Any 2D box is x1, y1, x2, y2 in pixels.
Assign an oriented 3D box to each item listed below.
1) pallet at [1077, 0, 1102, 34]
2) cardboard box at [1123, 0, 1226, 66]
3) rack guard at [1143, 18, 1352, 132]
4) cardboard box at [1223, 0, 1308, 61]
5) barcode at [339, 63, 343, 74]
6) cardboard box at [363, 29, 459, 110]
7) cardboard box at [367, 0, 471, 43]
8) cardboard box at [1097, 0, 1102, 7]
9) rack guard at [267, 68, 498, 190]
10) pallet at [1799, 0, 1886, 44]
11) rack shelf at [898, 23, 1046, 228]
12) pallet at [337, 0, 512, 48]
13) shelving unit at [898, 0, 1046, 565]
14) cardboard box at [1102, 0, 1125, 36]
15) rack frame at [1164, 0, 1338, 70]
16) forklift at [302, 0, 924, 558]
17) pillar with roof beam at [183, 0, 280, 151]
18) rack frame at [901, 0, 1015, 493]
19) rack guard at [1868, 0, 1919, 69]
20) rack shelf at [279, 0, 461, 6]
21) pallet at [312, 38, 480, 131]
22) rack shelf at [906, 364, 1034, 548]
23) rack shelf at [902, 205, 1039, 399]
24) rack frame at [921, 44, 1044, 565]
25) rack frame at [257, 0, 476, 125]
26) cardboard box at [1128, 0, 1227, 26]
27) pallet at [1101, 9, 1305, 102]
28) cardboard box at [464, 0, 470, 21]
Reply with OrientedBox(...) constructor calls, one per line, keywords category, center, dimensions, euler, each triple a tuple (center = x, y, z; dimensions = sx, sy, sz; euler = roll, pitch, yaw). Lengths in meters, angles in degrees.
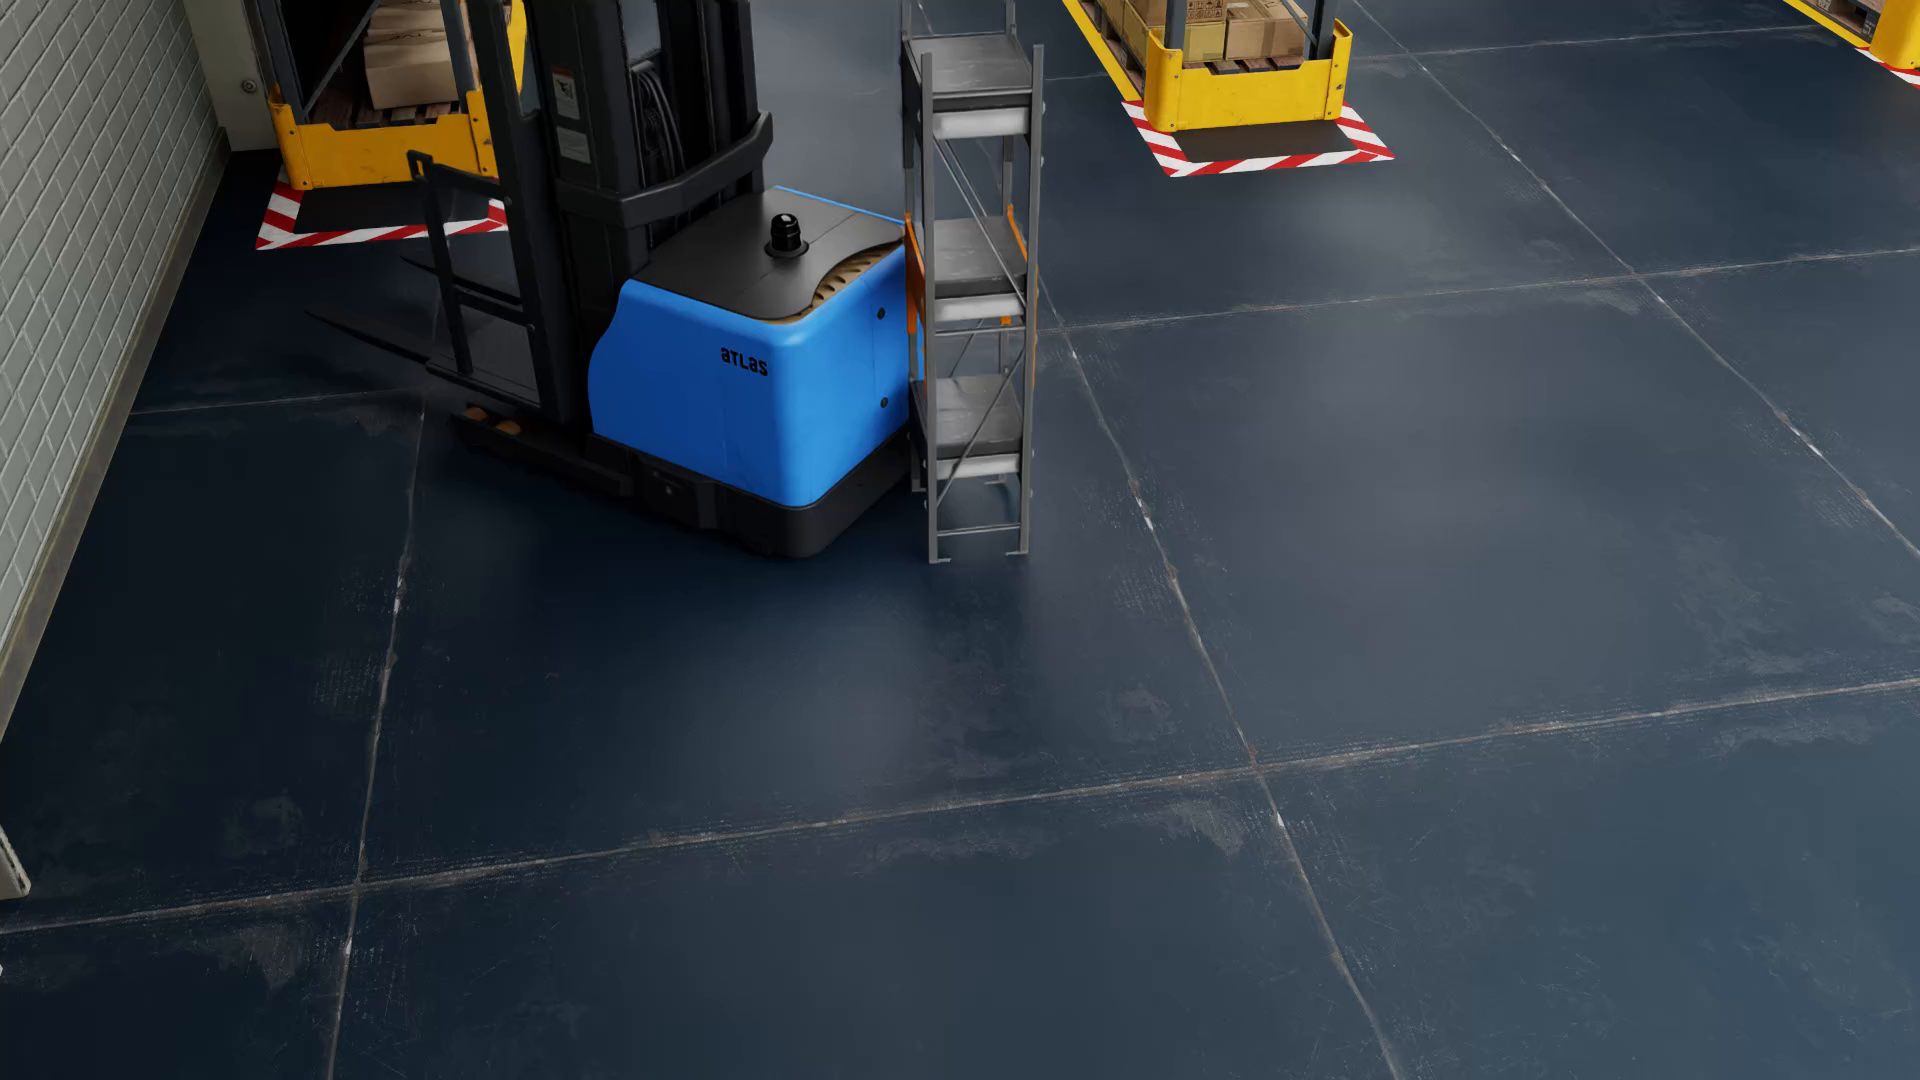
OrientedBox(category="pallet", center=(1.316, -3.872, 11.561), dimensions=(1.003, 0.211, 1.213), euler=(-6, 38, -8))
OrientedBox(category="cardboard box", center=(1.317, -3.152, 10.261), dimensions=(0.500, 0.250, 0.500), euler=(-6, 38, -8))
OrientedBox(category="rack guard", center=(1.706, -2.778, 9.919), dimensions=(1.175, 0.500, 0.348), euler=(-6, 38, -8))
OrientedBox(category="cardboard box", center=(1.827, -3.208, 10.333), dimensions=(0.500, 0.250, 0.500), euler=(-6, 38, -8))
OrientedBox(category="barcode", center=(-3.604, -2.756, 9.678), dimensions=(0.001, 0.075, 0.075), euler=(-6, 38, -8))
OrientedBox(category="cardboard box", center=(-3.207, -2.785, 9.722), dimensions=(0.500, 0.311, 0.500), euler=(-10, 39, -13))
OrientedBox(category="cardboard box", center=(-3.307, -3.129, 10.165), dimensions=(0.500, 0.311, 0.500), euler=(-3, 38, -4))
OrientedBox(category="cardboard box", center=(1.128, -3.755, 11.037), dimensions=(0.500, 0.250, 0.500), euler=(-6, 38, -8))
OrientedBox(category="rack guard", center=(-3.187, -2.304, 9.308), dimensions=(1.175, 0.500, 0.348), euler=(-6, 38, -8))
OrientedBox(category="pallet", center=(6.383, -3.741, 11.394), dimensions=(1.003, 0.211, 1.213), euler=(-6, 38, -8))
OrientedBox(category="rack shelf", center=(0.034, -1.445, 5.780), dimensions=(0.431, 0.518, 0.480), euler=(-6, 38, -7))
OrientedBox(category="pallet", center=(-3.506, -3.420, 10.980), dimensions=(1.003, 0.211, 1.213), euler=(-6, 38, -8))
OrientedBox(category="shelving unit", center=(0.034, -0.903, 6.201), dimensions=(0.431, 2.100, 0.503), euler=(-6, 38, -7))
OrientedBox(category="cardboard box", center=(1.218, -3.453, 10.648), dimensions=(0.500, 0.250, 0.500), euler=(-6, 38, -8))
OrientedBox(category="rack frame", center=(1.702, -3.780, 9.171), dimensions=(1.000, 3.000, 0.127), euler=(-6, 38, -8))
OrientedBox(category="forklift", center=(-1.620, -1.763, 6.630), dimensions=(3.031, 2.935, 1.130), euler=(20, 42, 24))
OrientedBox(category="pillar with roof beam", center=(0.090, -6.407, 7.662), dimensions=(9.100, 9.000, 0.400), euler=(-6, 38, -8))
OrientedBox(category="rack frame", center=(-0.006, -1.051, 6.391), dimensions=(0.400, 2.100, 0.015), euler=(-6, 38, -7))
OrientedBox(category="rack guard", center=(6.520, -3.364, 10.673), dimensions=(1.175, 0.500, 0.348), euler=(-6, 38, -8))
OrientedBox(category="rack shelf", center=(-3.525, -4.169, 10.258), dimensions=(1.077, 0.370, 4.000), euler=(-6, 38, -8))
OrientedBox(category="pallet", center=(-3.295, -2.684, 10.033), dimensions=(1.003, 0.211, 1.213), euler=(-6, 38, -8))
OrientedBox(category="rack shelf", center=(0.034, -0.339, 6.639), dimensions=(0.431, 0.518, 0.480), euler=(-6, 38, -7))
OrientedBox(category="rack shelf", center=(0.034, -0.892, 6.209), dimensions=(0.431, 0.518, 0.480), euler=(-6, 38, -7))
OrientedBox(category="rack frame", center=(0.073, -0.755, 6.011), dimensions=(0.400, 2.100, 0.015), euler=(-6, 38, -7))
OrientedBox(category="rack frame", center=(-3.174, -3.245, 8.482), dimensions=(1.000, 3.000, 0.127), euler=(-6, 38, -8))
OrientedBox(category="cardboard box", center=(1.315, -3.448, 10.031), dimensions=(0.500, 0.500, 0.500), euler=(-6, 38, -8))
OrientedBox(category="pallet", center=(1.527, -3.136, 10.615), dimensions=(1.003, 0.211, 1.213), euler=(-6, 38, -8))
OrientedBox(category="cardboard box", center=(-3.386, -3.652, 10.685), dimensions=(0.700, 0.500, 0.500), euler=(-9, 39, -11))
